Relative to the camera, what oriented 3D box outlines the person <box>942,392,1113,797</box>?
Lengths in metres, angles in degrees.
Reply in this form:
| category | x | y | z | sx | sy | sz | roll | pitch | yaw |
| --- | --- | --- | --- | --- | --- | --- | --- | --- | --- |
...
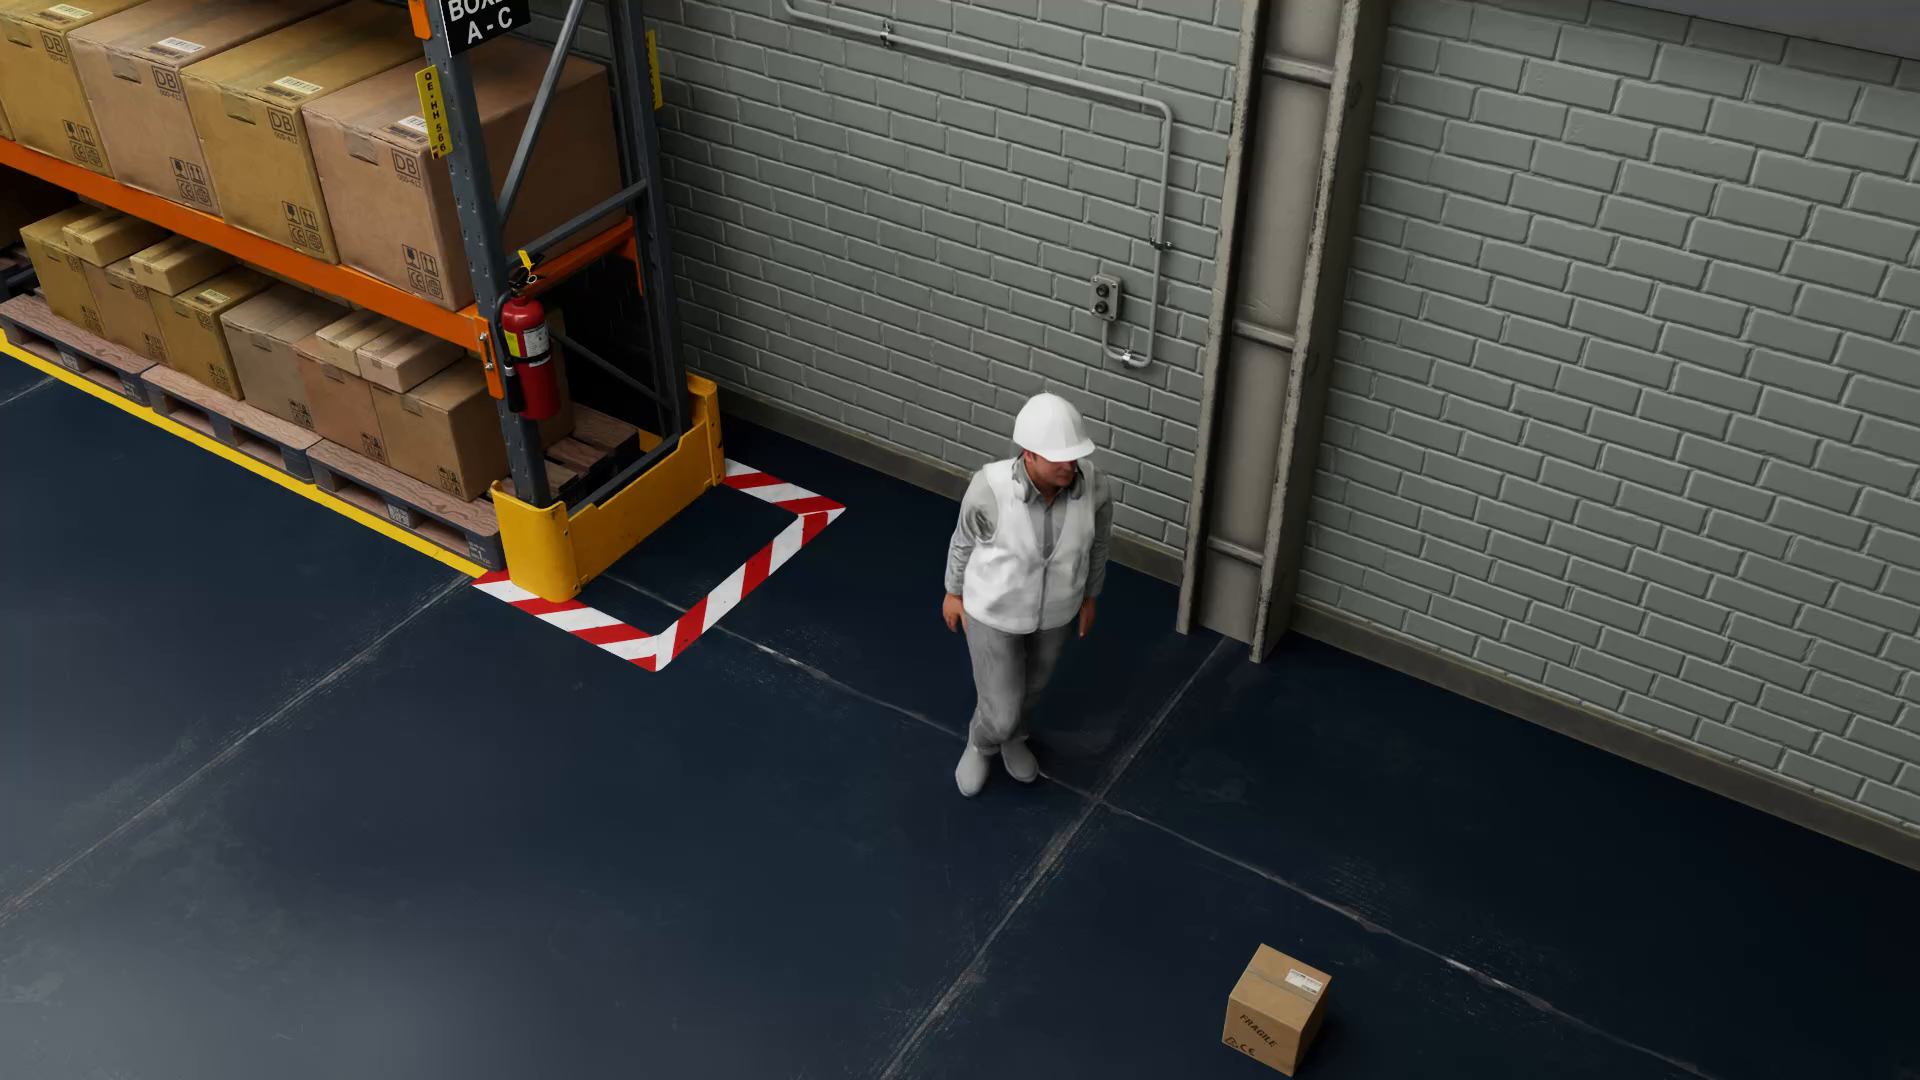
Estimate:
| category | x | y | z | sx | sy | sz | roll | pitch | yaw |
| --- | --- | --- | --- | --- | --- | --- | --- | --- | --- |
| person | 0.241 | 0.209 | 5.836 | 0.566 | 1.758 | 0.514 | -12 | 40 | -15 |
